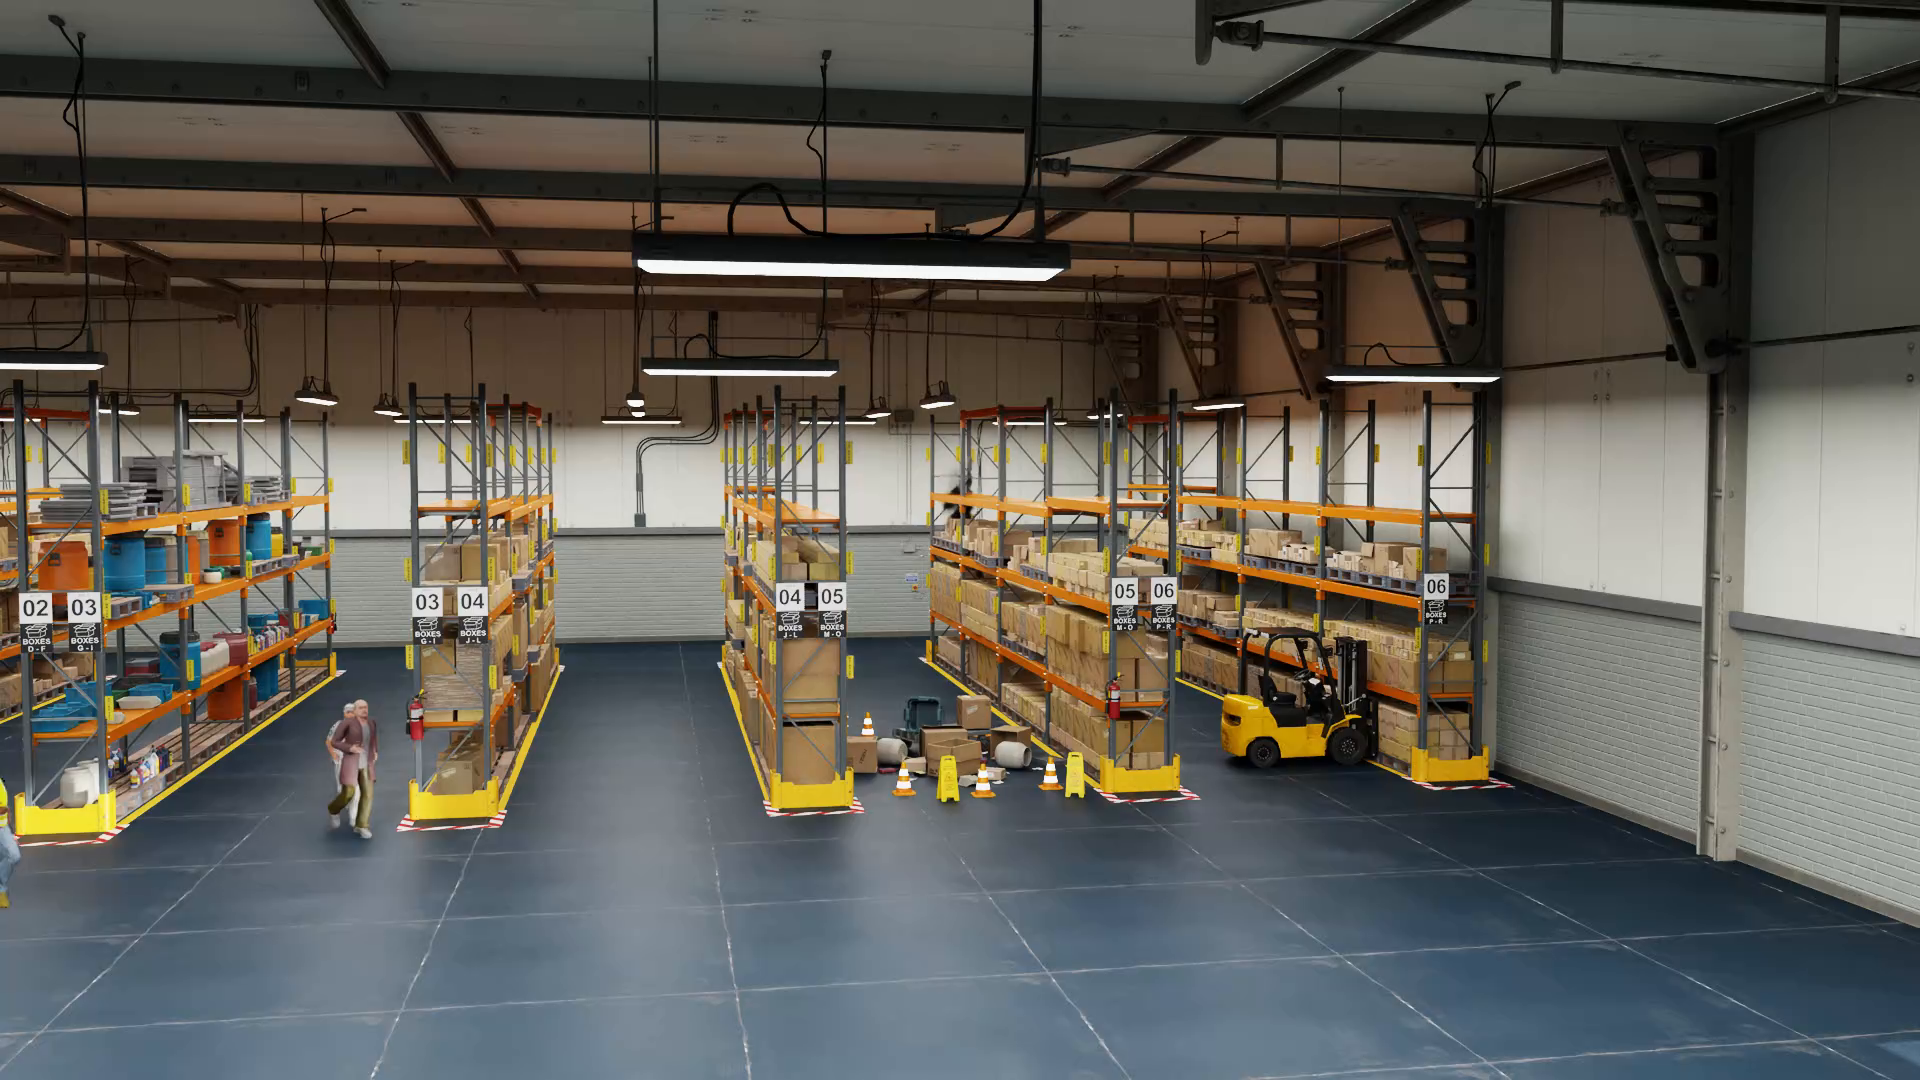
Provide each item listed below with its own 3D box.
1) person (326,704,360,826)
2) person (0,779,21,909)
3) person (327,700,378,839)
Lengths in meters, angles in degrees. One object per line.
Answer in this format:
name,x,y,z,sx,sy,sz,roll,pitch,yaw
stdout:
person,-8.334,3.050,22.750,0.641,1.648,0.599,-1,3,-11
person,-10.674,3.195,18.287,0.711,1.784,0.671,1,3,19
person,-7.992,3.004,22.048,0.952,1.788,0.719,3,4,44
